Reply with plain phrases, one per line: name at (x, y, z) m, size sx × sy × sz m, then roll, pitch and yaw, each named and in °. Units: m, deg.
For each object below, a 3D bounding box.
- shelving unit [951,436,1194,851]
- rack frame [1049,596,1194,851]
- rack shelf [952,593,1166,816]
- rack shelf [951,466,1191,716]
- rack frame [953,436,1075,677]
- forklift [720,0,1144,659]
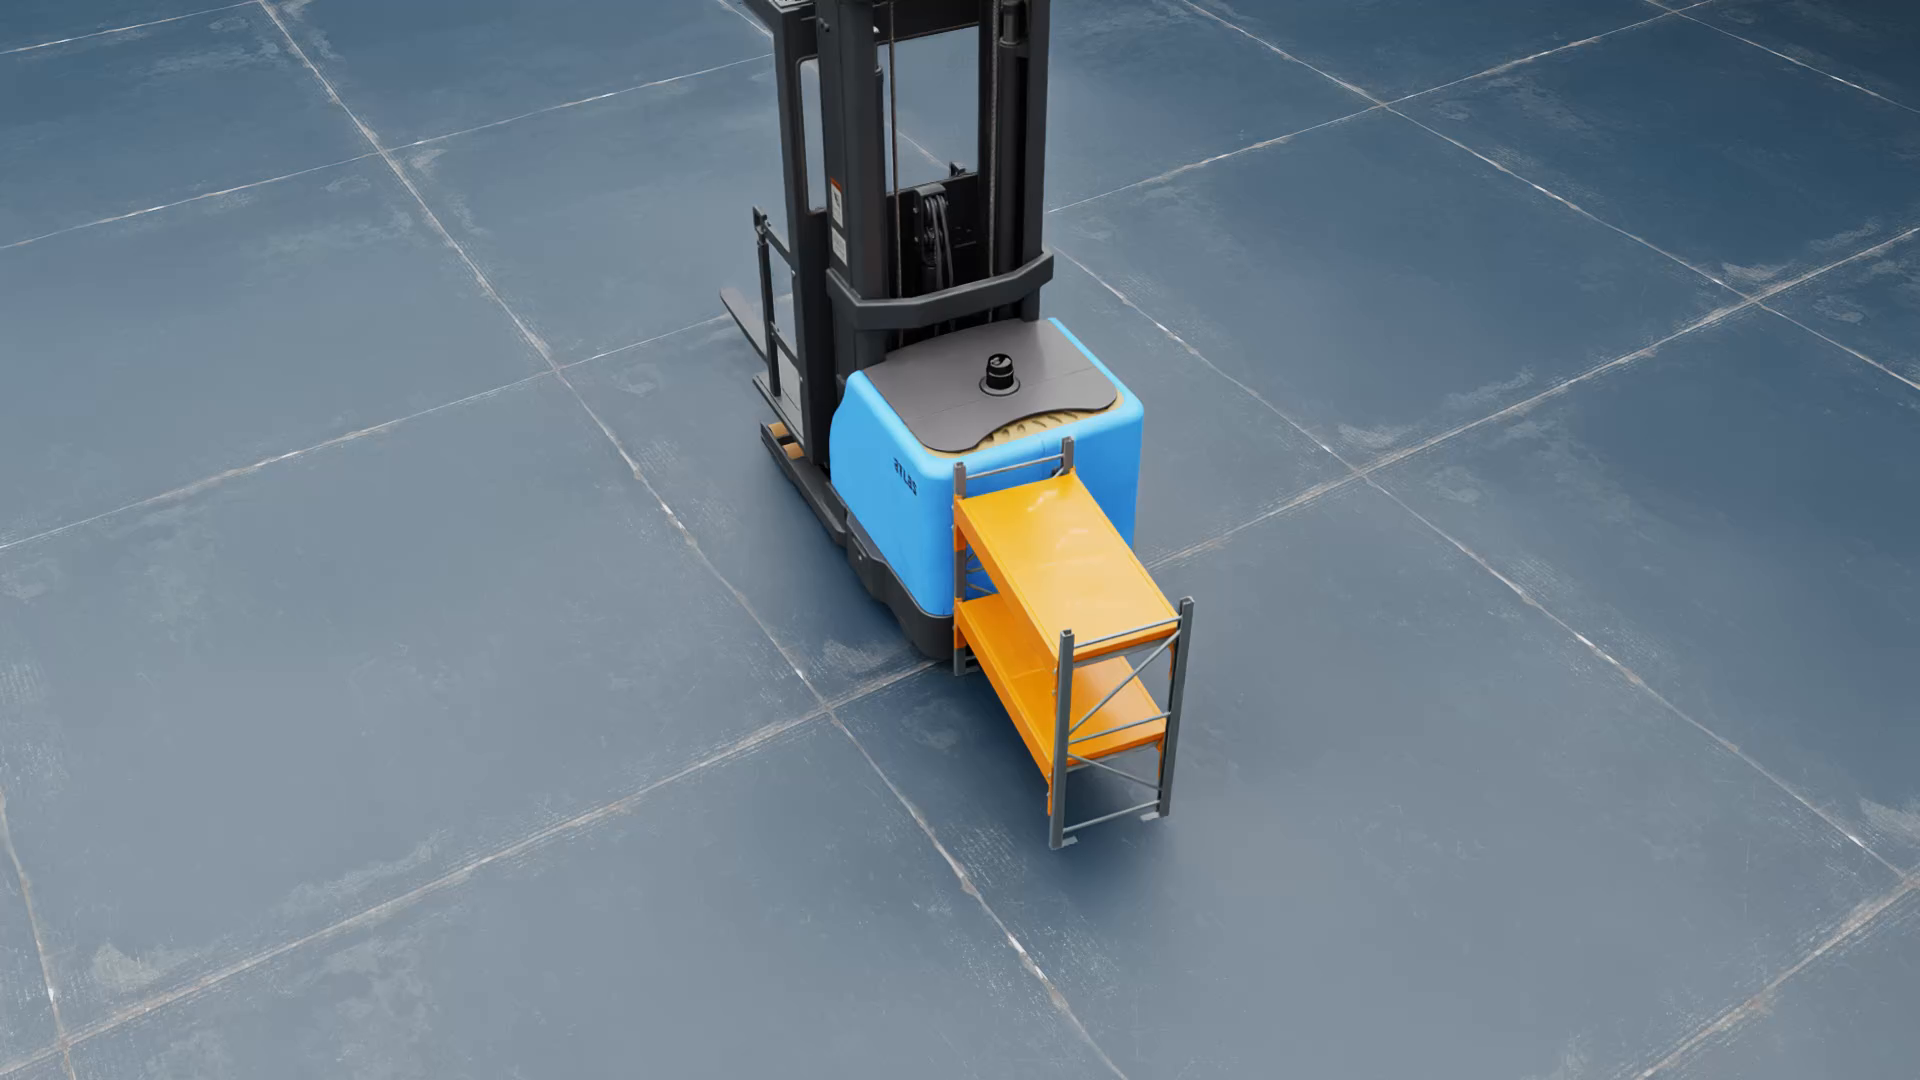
shelving unit at (0.396, 0.391, 6.463) m, size 0.538 × 1.125 × 1.048 m, roll -14°, pitch 42°, yaw -16°
rack frame at (0.580, 0.694, 6.099) m, size 0.500 × 1.125 × 0.032 m, roll -14°, pitch 42°, yaw -16°
rack shelf at (0.396, 0.579, 6.619) m, size 0.538 × 0.278 × 1.000 m, roll -14°, pitch 42°, yaw -16°
rack shelf at (0.396, 0.166, 6.275) m, size 0.538 × 0.278 × 1.000 m, roll -14°, pitch 42°, yaw -16°
rack frame at (0.212, 0.088, 6.827) m, size 0.500 × 1.125 × 0.032 m, roll -14°, pitch 42°, yaw -16°
forklift at (-0.338, -1.555, 7.387) m, size 1.130 × 2.935 × 3.031 m, roll -18°, pitch 43°, yaw -20°
